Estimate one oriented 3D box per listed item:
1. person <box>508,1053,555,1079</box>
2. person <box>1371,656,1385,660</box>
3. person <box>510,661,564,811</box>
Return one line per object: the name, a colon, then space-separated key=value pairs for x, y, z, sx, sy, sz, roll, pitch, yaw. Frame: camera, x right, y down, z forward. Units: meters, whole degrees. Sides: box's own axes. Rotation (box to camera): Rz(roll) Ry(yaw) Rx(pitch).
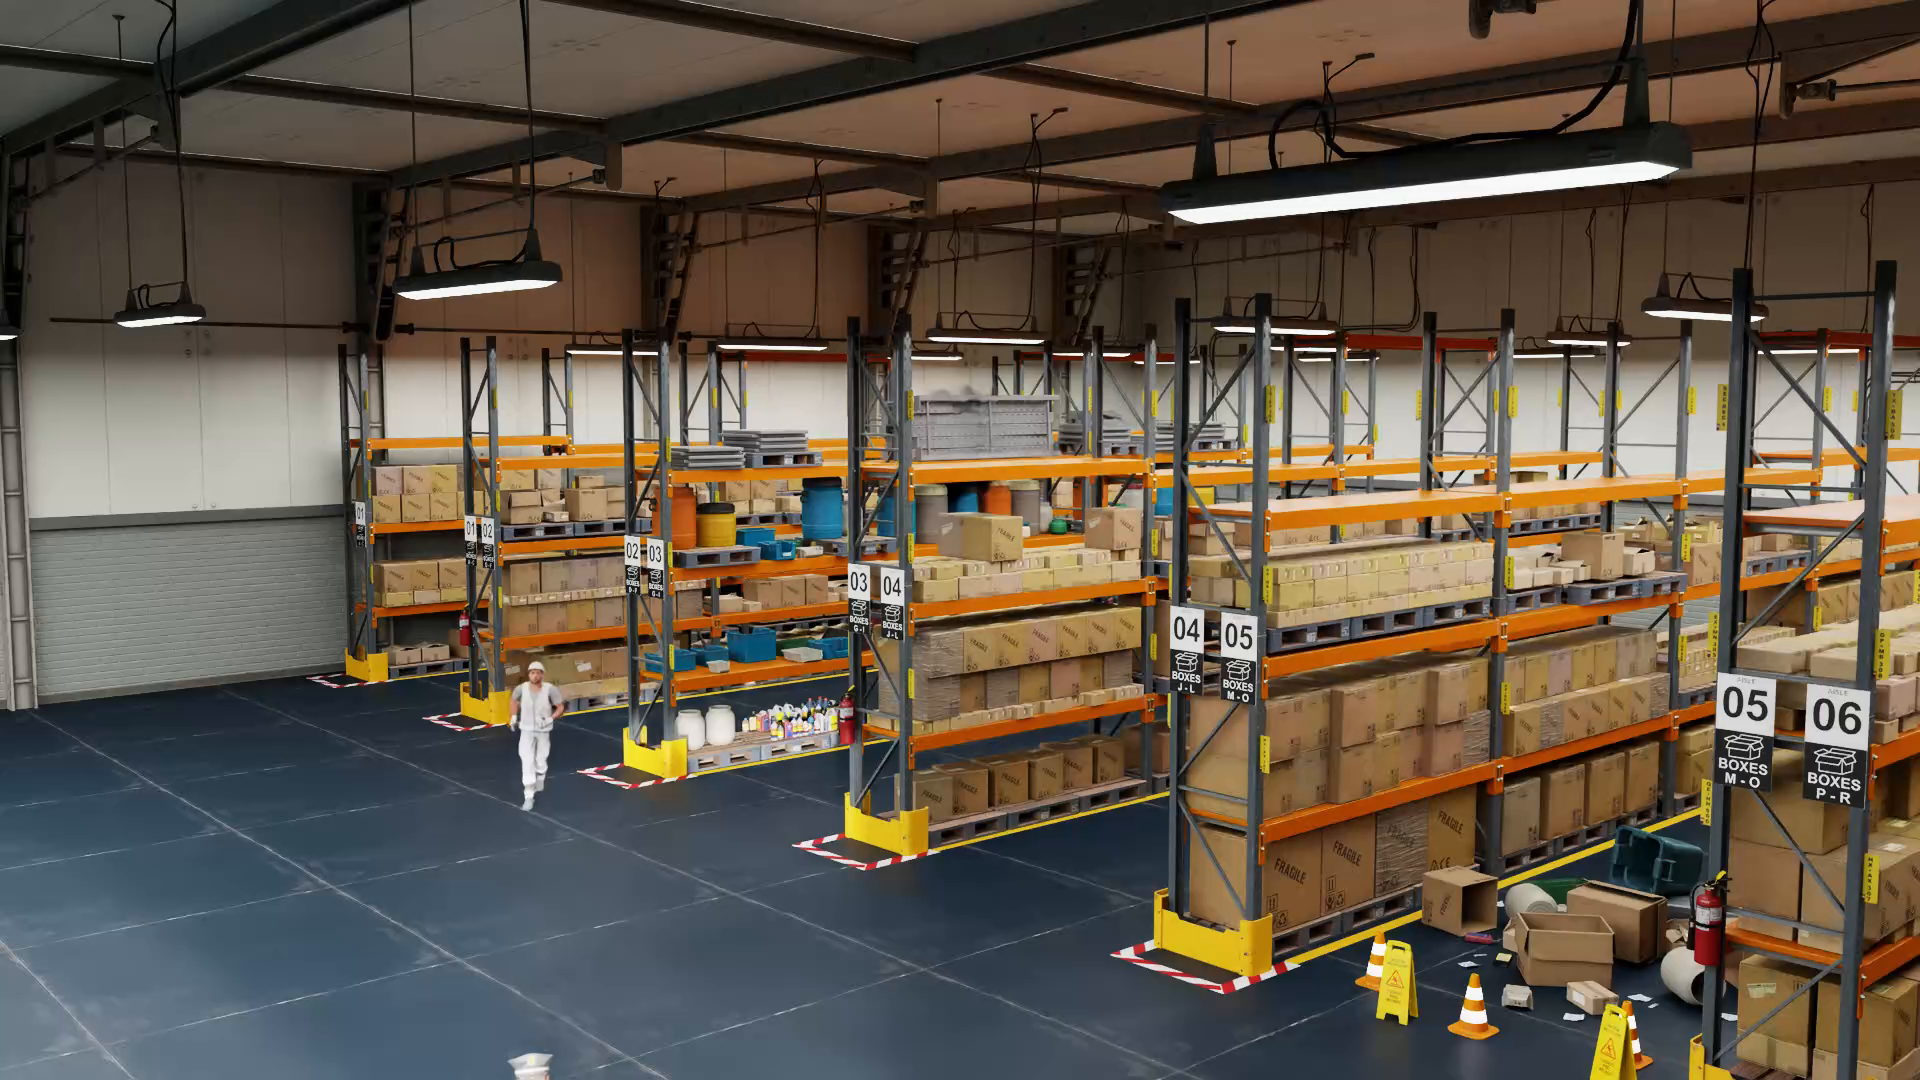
person: x=-2.327 y=3.538 z=9.093 sx=0.603 sy=1.641 sz=0.593 roll=-2 pitch=5 yaw=-17
person: x=5.503 y=2.336 z=21.888 sx=0.679 sy=1.726 sz=0.876 roll=4 pitch=7 yaw=41
person: x=-5.315 y=2.412 z=20.892 sx=0.676 sy=1.799 sz=0.926 roll=-1 pitch=5 yaw=-9
